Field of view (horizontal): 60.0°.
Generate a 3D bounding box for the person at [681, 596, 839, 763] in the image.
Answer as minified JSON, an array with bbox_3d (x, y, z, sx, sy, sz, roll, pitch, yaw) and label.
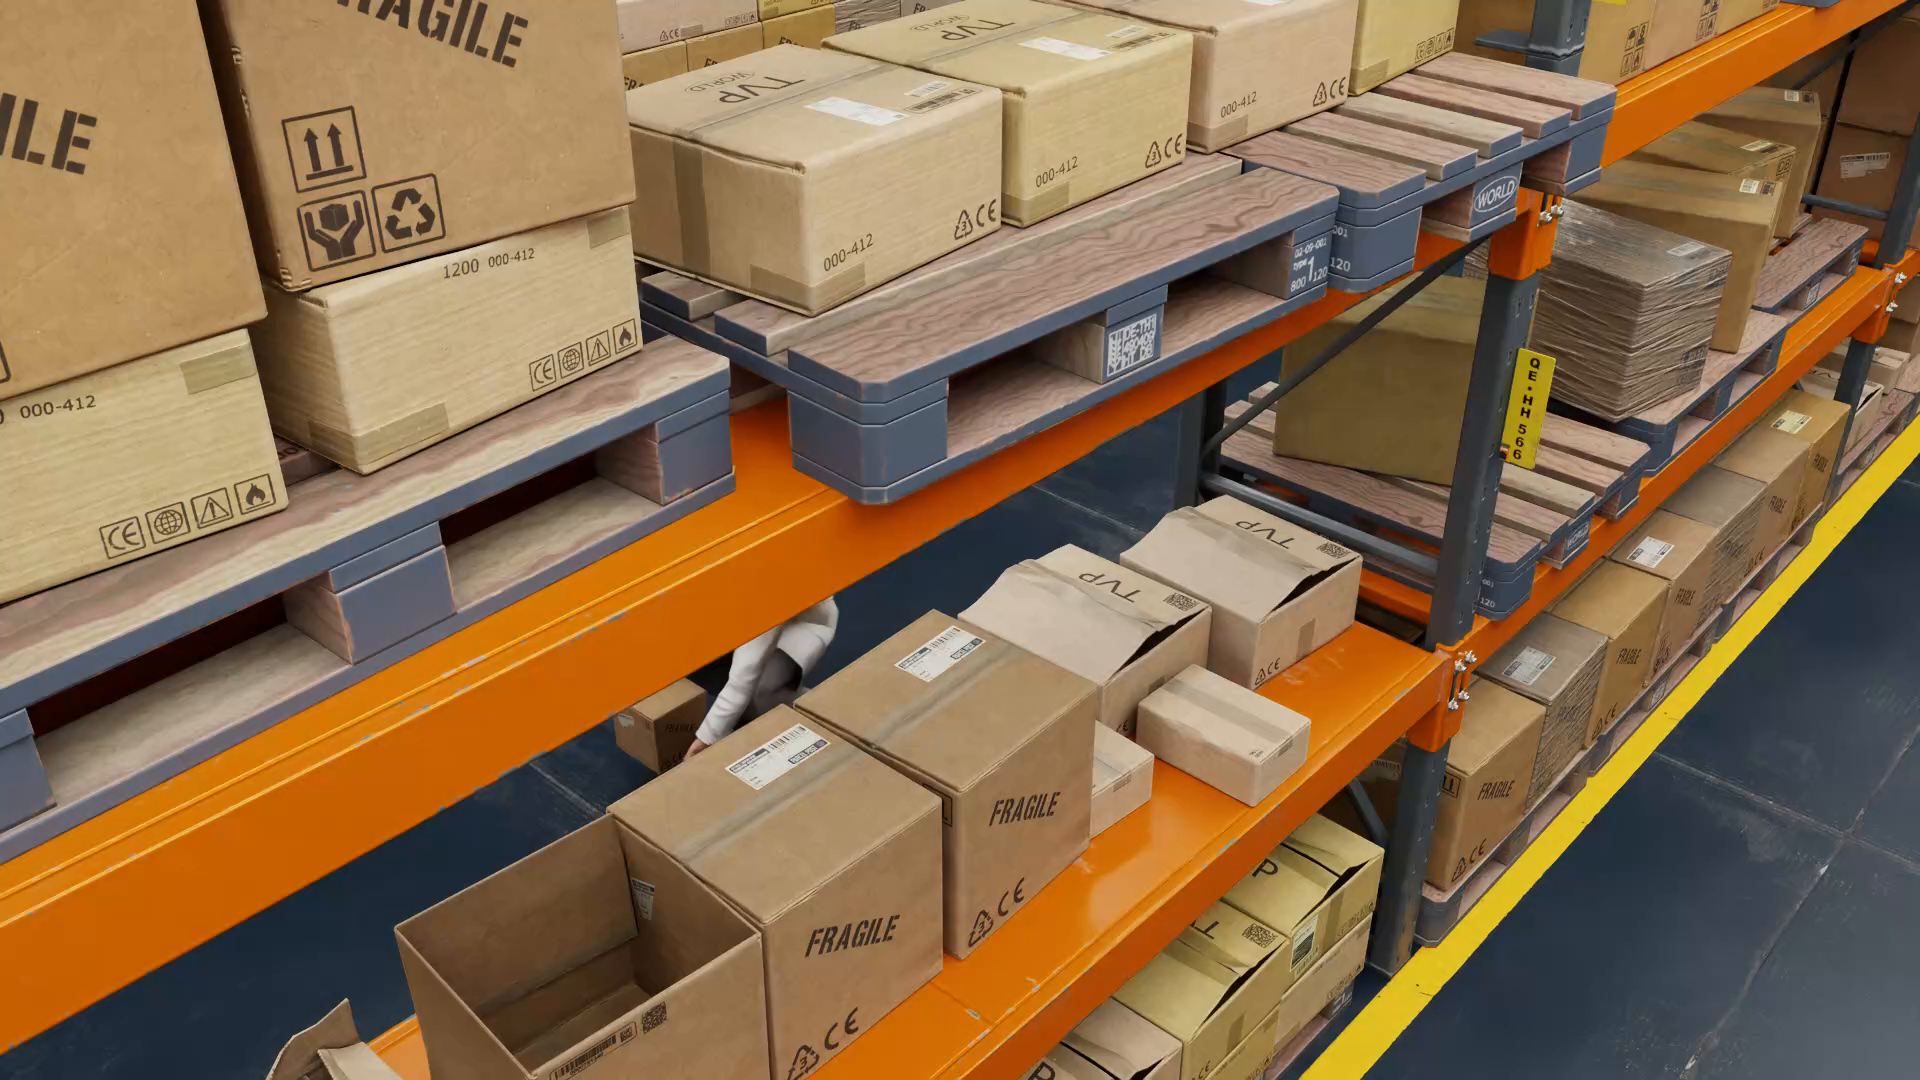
[{"bbox_3d":[-0.841,0.374,6.281,0.613,1.003,0.914,25,39,35],"label":"person"}]
